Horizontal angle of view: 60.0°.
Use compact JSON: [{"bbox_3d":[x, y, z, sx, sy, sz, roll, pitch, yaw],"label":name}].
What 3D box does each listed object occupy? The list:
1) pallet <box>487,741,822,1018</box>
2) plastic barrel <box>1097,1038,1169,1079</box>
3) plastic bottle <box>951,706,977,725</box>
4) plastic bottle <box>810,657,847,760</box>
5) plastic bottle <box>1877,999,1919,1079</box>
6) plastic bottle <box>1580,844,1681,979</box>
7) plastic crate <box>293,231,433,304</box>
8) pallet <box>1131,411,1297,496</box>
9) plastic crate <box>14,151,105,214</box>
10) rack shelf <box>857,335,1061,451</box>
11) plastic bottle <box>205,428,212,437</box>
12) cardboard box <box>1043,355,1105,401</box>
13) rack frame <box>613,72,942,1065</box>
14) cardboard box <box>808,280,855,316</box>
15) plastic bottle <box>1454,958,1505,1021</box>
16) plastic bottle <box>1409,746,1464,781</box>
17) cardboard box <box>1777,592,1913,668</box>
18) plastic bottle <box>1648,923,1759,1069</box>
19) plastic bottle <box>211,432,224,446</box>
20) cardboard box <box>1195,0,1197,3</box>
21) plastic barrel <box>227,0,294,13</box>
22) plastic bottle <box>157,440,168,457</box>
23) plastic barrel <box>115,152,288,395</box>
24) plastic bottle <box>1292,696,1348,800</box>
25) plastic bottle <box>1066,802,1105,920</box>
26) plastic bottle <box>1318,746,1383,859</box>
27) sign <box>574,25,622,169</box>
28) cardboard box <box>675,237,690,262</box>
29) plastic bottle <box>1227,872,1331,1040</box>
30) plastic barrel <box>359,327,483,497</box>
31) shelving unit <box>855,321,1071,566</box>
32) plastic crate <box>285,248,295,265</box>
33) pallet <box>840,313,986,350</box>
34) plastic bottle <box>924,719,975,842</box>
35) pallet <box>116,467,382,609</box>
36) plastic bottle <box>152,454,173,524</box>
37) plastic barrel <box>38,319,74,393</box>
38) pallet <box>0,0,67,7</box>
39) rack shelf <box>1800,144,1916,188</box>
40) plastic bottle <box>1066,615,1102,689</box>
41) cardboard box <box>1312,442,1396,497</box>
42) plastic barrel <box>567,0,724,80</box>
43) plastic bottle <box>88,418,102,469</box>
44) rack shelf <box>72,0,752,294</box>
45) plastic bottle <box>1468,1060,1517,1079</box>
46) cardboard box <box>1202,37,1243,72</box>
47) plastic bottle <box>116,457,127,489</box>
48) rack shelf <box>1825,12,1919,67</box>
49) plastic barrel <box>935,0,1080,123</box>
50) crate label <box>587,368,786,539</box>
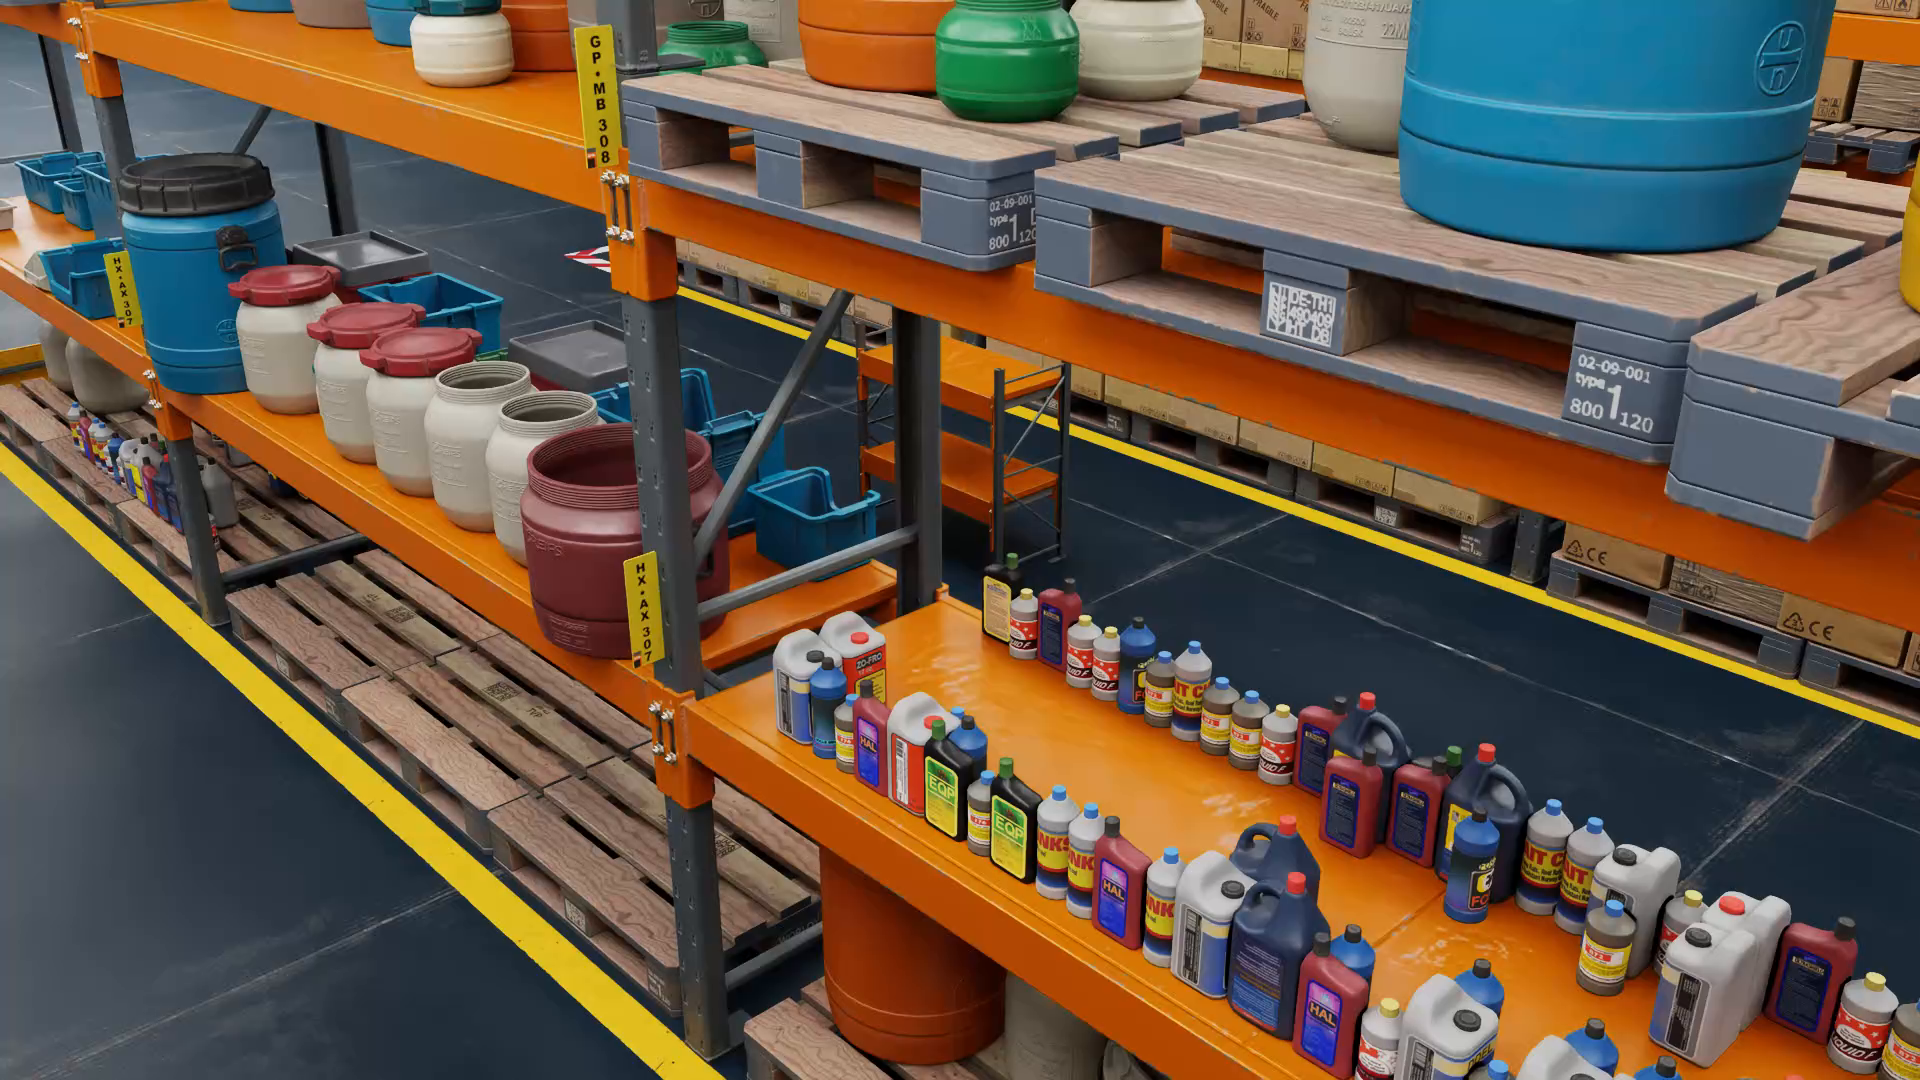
[{"bbox_3d":[-0.962,1.130,6.018,1.003,0.211,1.213,-21,32,-38],"label":"pallet"},{"bbox_3d":[0.658,1.499,4.249,0.600,0.588,0.708,-21,32,-38],"label":"plastic barrel"},{"bbox_3d":[-0.006,0.520,4.236,0.097,0.201,0.097,0,25,0],"label":"plastic bottle"},{"bbox_3d":[-0.341,0.432,4.345,0.097,0.271,0.097,0,25,0],"label":"plastic bottle"},{"bbox_3d":[1.859,0.978,3.231,0.097,0.201,0.097,0,25,0],"label":"plastic bottle"},{"bbox_3d":[1.444,0.777,3.583,0.152,0.276,0.135,-21,32,-38],"label":"plastic bottle"},{"bbox_3d":[-2.640,-1.074,7.412,0.402,0.464,0.583,-21,32,-38],"label":"plastic crate"},{"bbox_3d":[1.794,-0.658,9.938,1.003,0.211,1.213,-21,32,-38],"label":"pallet"},{"bbox_3d":[-5.368,-2.182,10.098,0.499,0.251,0.616,-21,32,-38],"label":"plastic crate"},{"bbox_3d":[0.005,-0.776,8.391,0.538,0.278,1.000,-21,32,-38],"label":"rack shelf"},{"bbox_3d":[-4.278,-0.734,9.488,0.061,0.283,0.133,-21,32,-38],"label":"plastic bottle"},{"bbox_3d":[0.867,-1.101,10.356,0.500,0.250,0.500,-20,31,-37],"label":"cardboard box"},{"bbox_3d":[-0.461,0.107,4.900,1.000,3.000,0.127,-21,32,-38],"label":"rack frame"},{"bbox_3d":[-0.740,-1.829,11.951,0.500,0.250,0.500,-21,32,-38],"label":"cardboard box"},{"bbox_3d":[1.002,0.935,3.242,0.097,0.271,0.097,0,25,0],"label":"plastic bottle"},{"bbox_3d":[1.126,0.605,3.951,0.061,0.283,0.133,-21,32,-38],"label":"plastic bottle"},{"bbox_3d":[3.961,0.170,7.245,0.500,0.500,0.500,-22,32,-39],"label":"cardboard box"},{"bbox_3d":[1.491,0.890,3.334,0.152,0.276,0.135,-21,32,-38],"label":"plastic bottle"},{"bbox_3d":[-4.184,-0.644,9.389,0.097,0.201,0.097,0,25,0],"label":"plastic bottle"},{"bbox_3d":[2.089,-4.868,15.060,0.500,0.500,0.500,23,33,40],"label":"cardboard box"},{"bbox_3d":[-2.688,-2.605,6.627,0.600,0.901,0.708,-21,32,-38],"label":"plastic barrel"},{"bbox_3d":[-4.140,-0.375,8.701,0.061,0.283,0.133,-21,32,-38],"label":"plastic bottle"},{"bbox_3d":[-3.152,-1.129,7.008,0.600,0.901,0.708,-21,32,-38],"label":"plastic barrel"},{"bbox_3d":[0.909,0.508,4.162,0.061,0.283,0.133,-21,32,-38],"label":"plastic bottle"},{"bbox_3d":[0.290,0.712,3.731,0.097,0.271,0.097,0,25,0],"label":"plastic bottle"},{"bbox_3d":[0.930,0.605,3.950,0.061,0.283,0.133,-21,32,-38],"label":"plastic bottle"},{"bbox_3d":[-0.857,-1.051,3.953,0.100,0.325,0.005,-21,32,-38],"label":"sign"},{"bbox_3d":[-2.106,-2.435,13.280,0.500,0.250,0.500,-21,32,-38],"label":"cardboard box"},{"bbox_3d":[0.653,0.822,3.393,0.144,0.351,0.185,-21,32,-38],"label":"plastic bottle"},{"bbox_3d":[-1.903,-0.461,5.982,0.433,0.535,0.433,0,25,0],"label":"plastic barrel"},{"bbox_3d":[0.005,-0.510,8.512,0.538,1.125,1.048,-21,32,-38],"label":"shelving unit"},{"bbox_3d":[-3.459,-1.271,7.996,0.767,0.338,0.504,-21,32,-38],"label":"plastic crate"},{"bbox_3d":[-0.089,-1.493,11.767,1.003,0.211,1.213,-21,32,-38],"label":"pallet"},{"bbox_3d":[-0.026,0.577,4.012,0.061,0.283,0.133,-21,32,-38],"label":"plastic bottle"},{"bbox_3d":[-3.623,-0.051,8.608,1.003,0.211,1.213,-21,32,-38],"label":"pallet"},{"bbox_3d":[-3.976,-0.271,8.391,0.185,0.351,0.144,22,32,39],"label":"plastic bottle"},{"bbox_3d":[-5.423,-1.198,10.253,0.421,0.512,0.421,0,25,0],"label":"plastic barrel"},{"bbox_3d":[-3.759,-2.574,7.392,1.213,0.211,1.003,-21,32,-38],"label":"pallet"},{"bbox_3d":[5.404,-2.982,12.539,1.077,0.370,4.000,-21,32,-38],"label":"rack shelf"},{"bbox_3d":[0.351,0.309,4.697,0.097,0.201,0.097,0,25,0],"label":"plastic bottle"},{"bbox_3d":[2.265,-0.482,8.999,0.500,0.250,0.500,-22,32,-39],"label":"cardboard box"},{"bbox_3d":[-0.863,-1.796,4.854,0.600,0.901,0.600,0,25,0],"label":"plastic barrel"},{"bbox_3d":[-4.682,-0.534,9.063,0.097,0.271,0.097,0,25,0],"label":"plastic bottle"},{"bbox_3d":[-1.828,-1.536,5.755,1.077,0.370,4.000,-21,32,-38],"label":"rack shelf"},{"bbox_3d":[0.982,1.050,3.073,0.097,0.201,0.097,0,25,0],"label":"plastic bottle"},{"bbox_3d":[2.458,-4.367,14.864,0.500,0.250,0.500,-21,32,-38],"label":"cardboard box"},{"bbox_3d":[-4.406,-0.379,8.809,0.097,0.201,0.097,0,25,0],"label":"plastic bottle"},{"bbox_3d":[4.525,-1.728,6.177,1.077,0.370,4.000,-21,32,-38],"label":"rack shelf"},{"bbox_3d":[0.096,-0.991,3.376,0.294,0.245,0.294,0,25,0],"label":"plastic barrel"},{"bbox_3d":[-0.942,-0.286,5.721,0.502,0.435,0.616,-21,32,-38],"label":"crate label"}]
